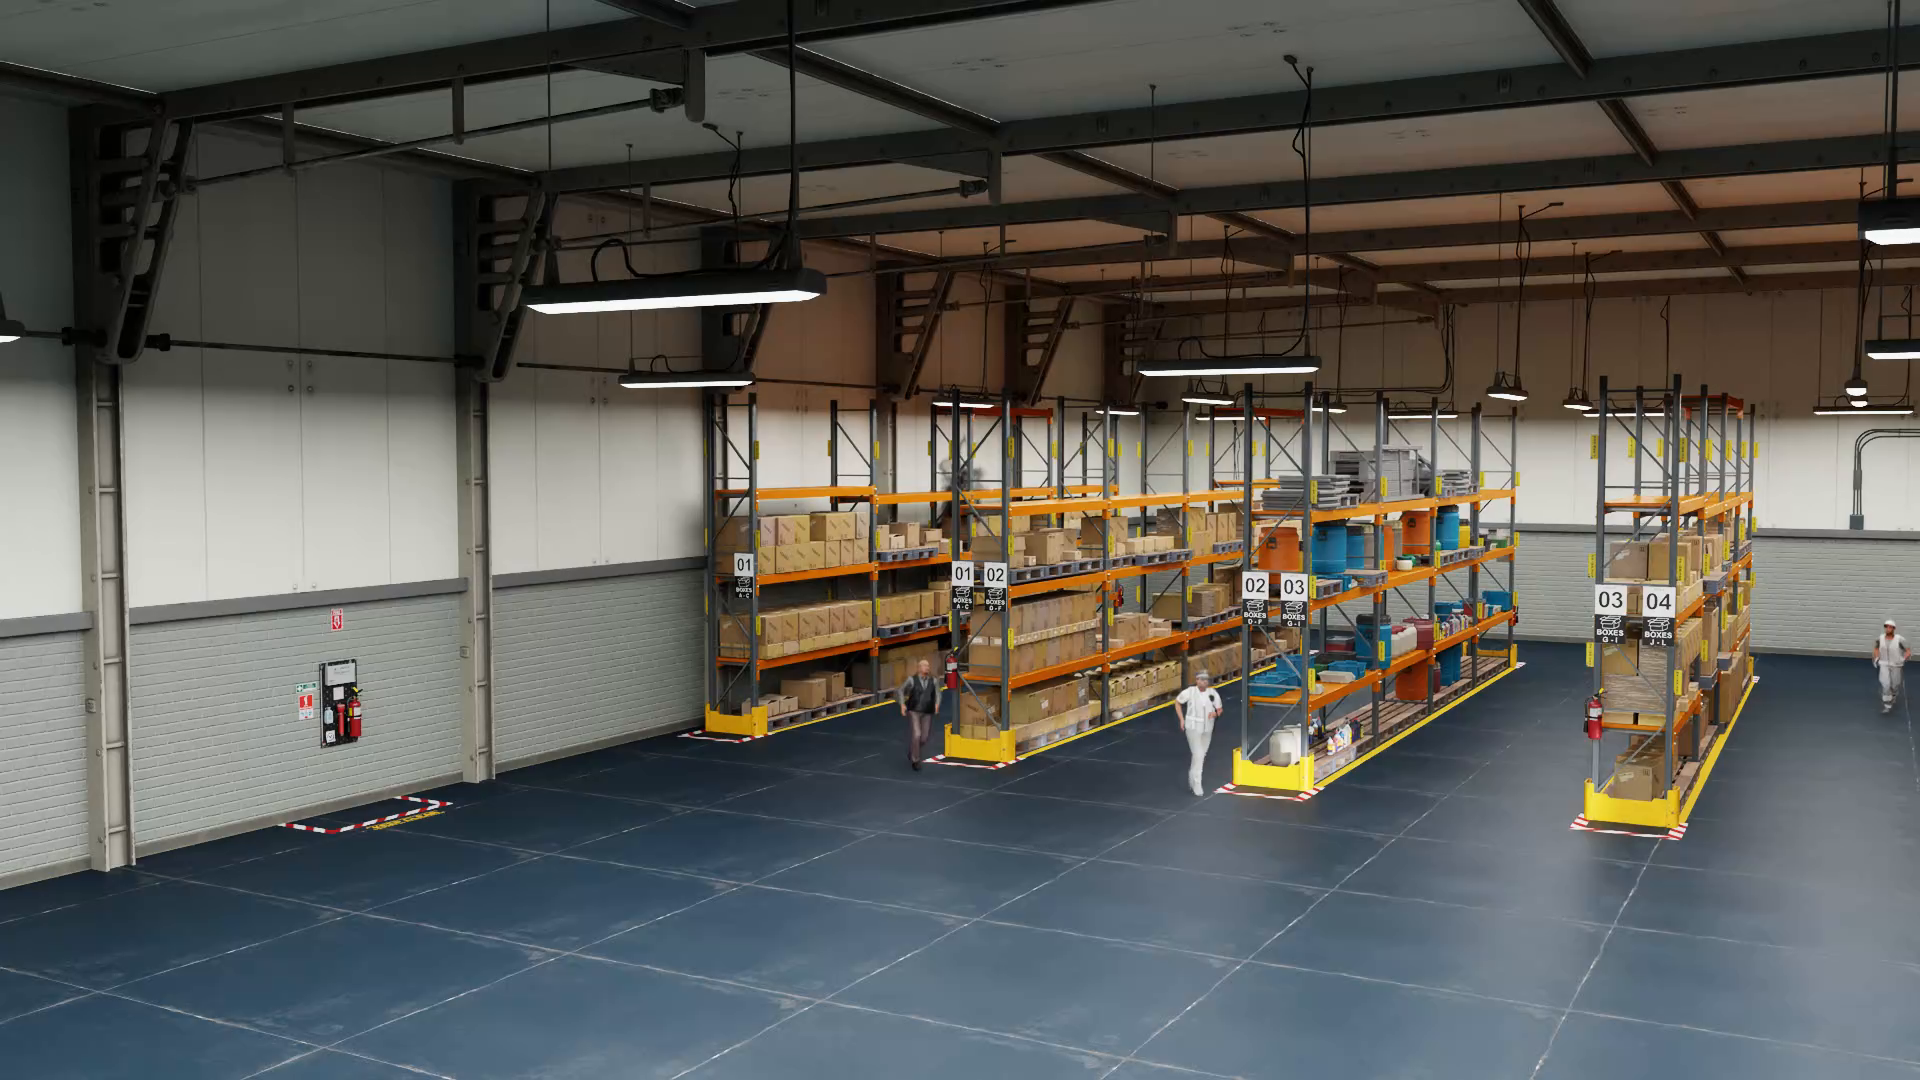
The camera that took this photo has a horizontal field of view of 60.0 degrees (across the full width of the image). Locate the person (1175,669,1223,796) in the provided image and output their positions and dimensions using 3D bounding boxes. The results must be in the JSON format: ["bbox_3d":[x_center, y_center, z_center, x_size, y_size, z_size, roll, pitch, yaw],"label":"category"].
[{"bbox_3d":[3.543,2.791,24.410,0.647,1.807,0.721,-1,3,-15],"label":"person"}]

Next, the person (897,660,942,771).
[{"bbox_3d":[-0.608,2.755,26.270,0.709,1.693,0.669,-1,3,-18],"label":"person"}]

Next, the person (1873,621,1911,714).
[{"bbox_3d":[17.762,2.418,31.723,0.650,1.766,0.707,3,4,40],"label":"person"}]
